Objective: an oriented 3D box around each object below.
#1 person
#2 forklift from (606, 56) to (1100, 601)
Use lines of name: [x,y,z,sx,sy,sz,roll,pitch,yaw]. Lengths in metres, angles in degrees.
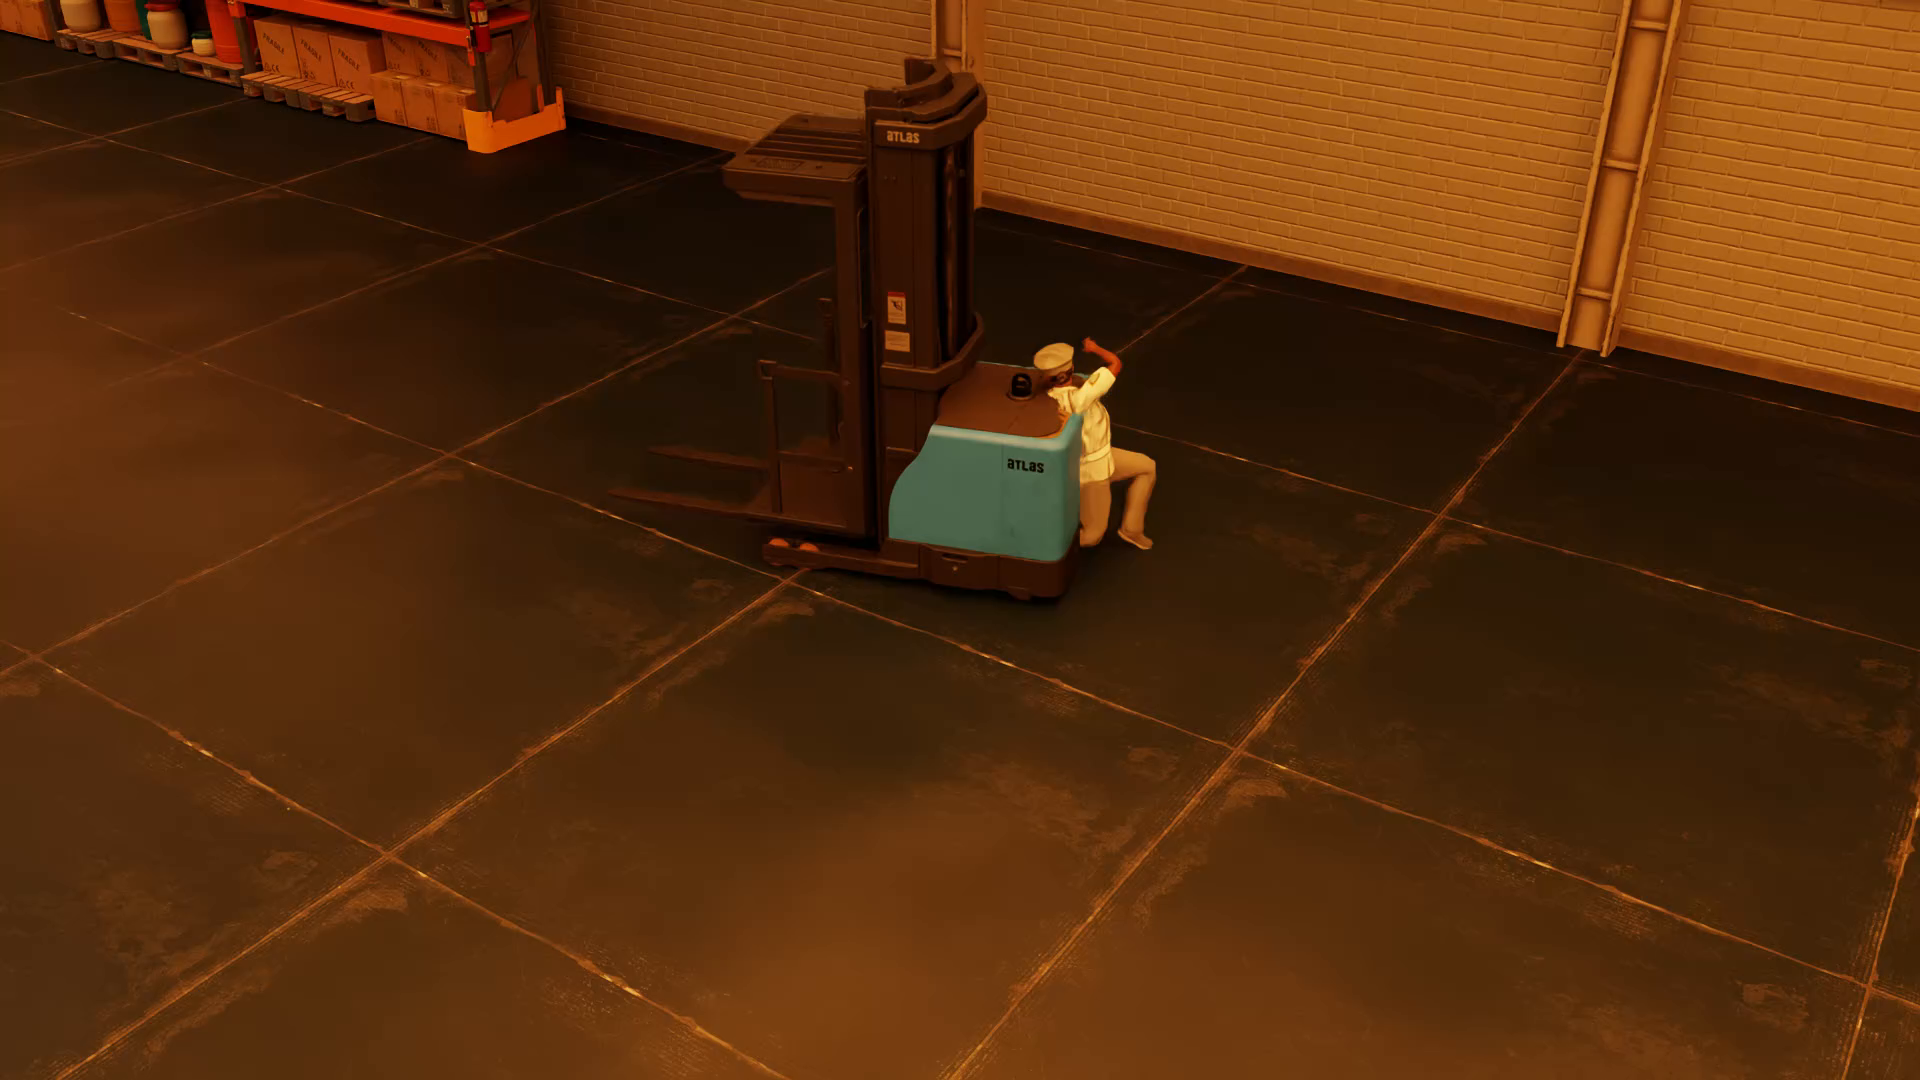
person: [0.736,-0.617,10.212,0.882,1.398,0.965,-6,31,-10]
forklift: [-0.712,-1.322,9.858,3.031,2.935,1.130,9,31,14]
